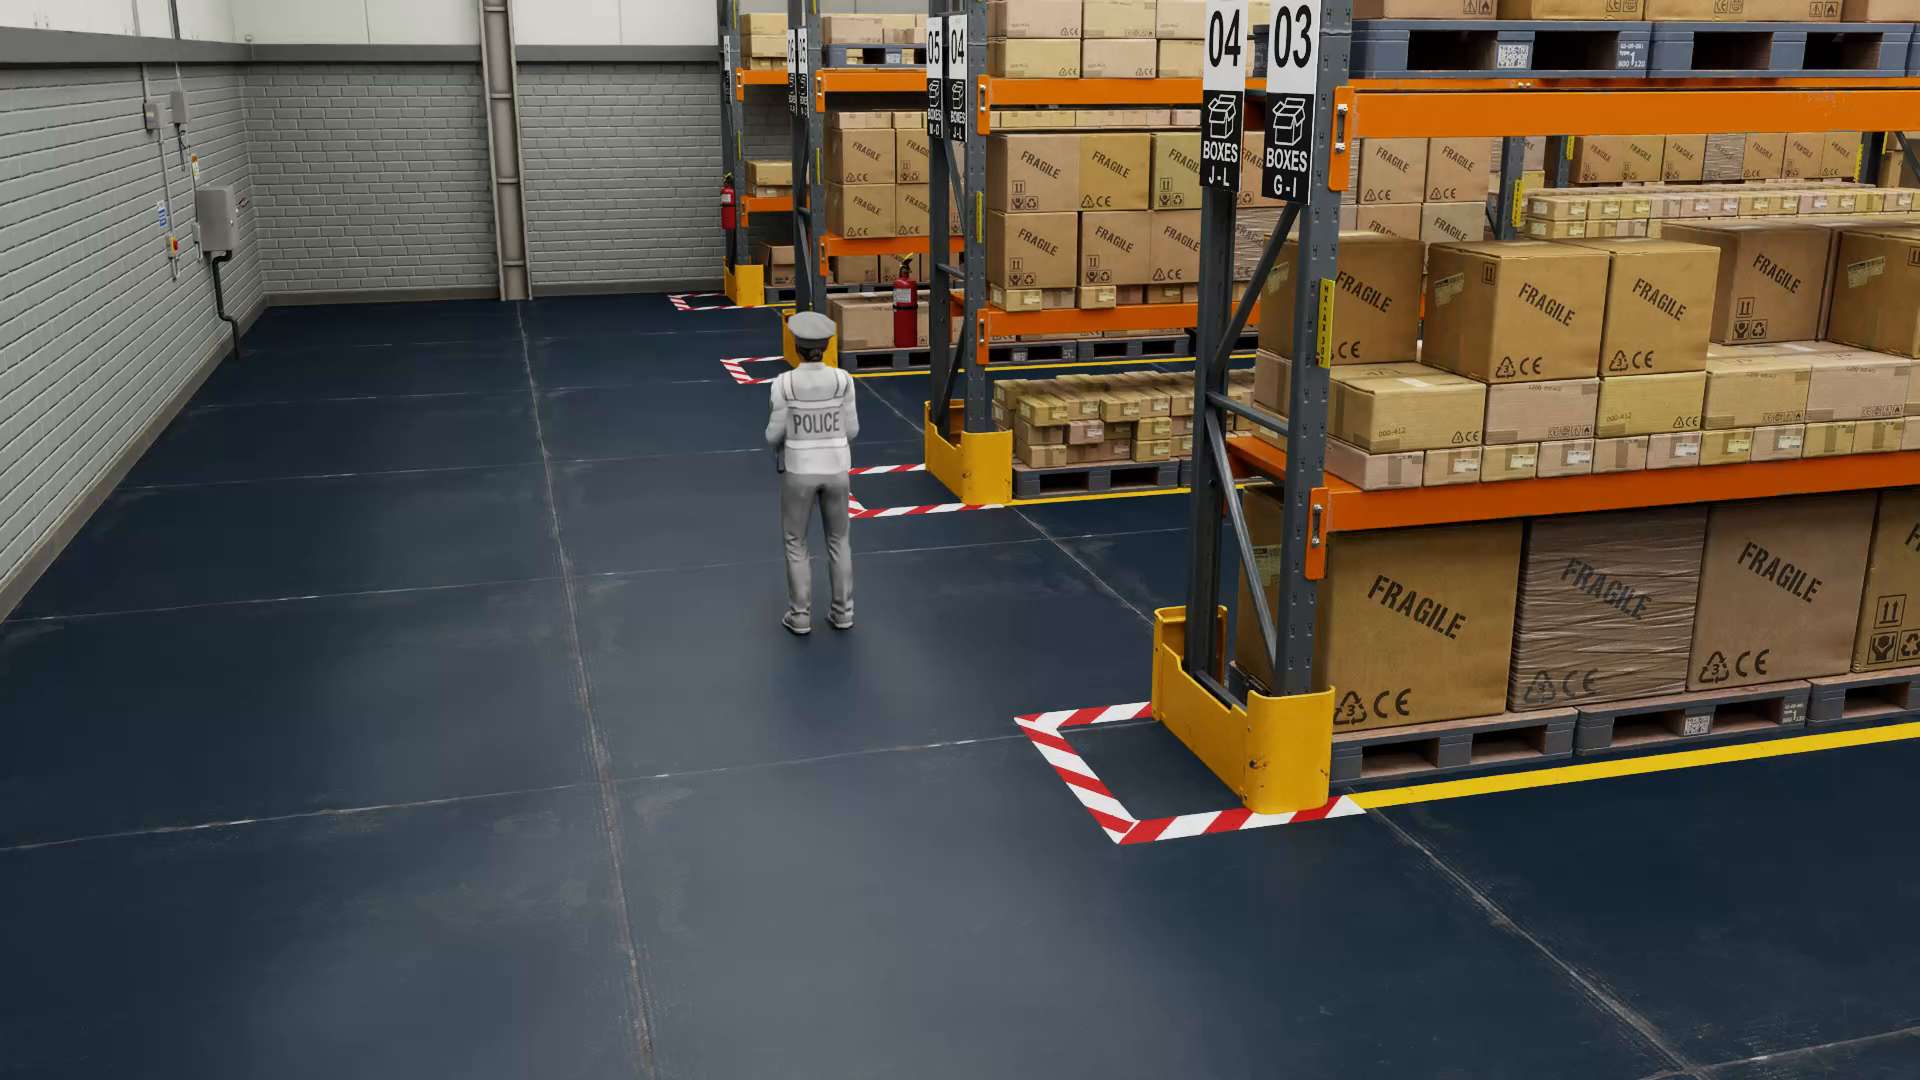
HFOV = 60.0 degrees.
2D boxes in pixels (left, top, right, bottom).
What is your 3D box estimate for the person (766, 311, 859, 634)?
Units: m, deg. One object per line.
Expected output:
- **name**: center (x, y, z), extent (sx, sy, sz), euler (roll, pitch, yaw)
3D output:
- **person**: center (-0.778, -0.361, 8.726), extent (0.486, 1.692, 0.504), euler (-5, 17, -16)
